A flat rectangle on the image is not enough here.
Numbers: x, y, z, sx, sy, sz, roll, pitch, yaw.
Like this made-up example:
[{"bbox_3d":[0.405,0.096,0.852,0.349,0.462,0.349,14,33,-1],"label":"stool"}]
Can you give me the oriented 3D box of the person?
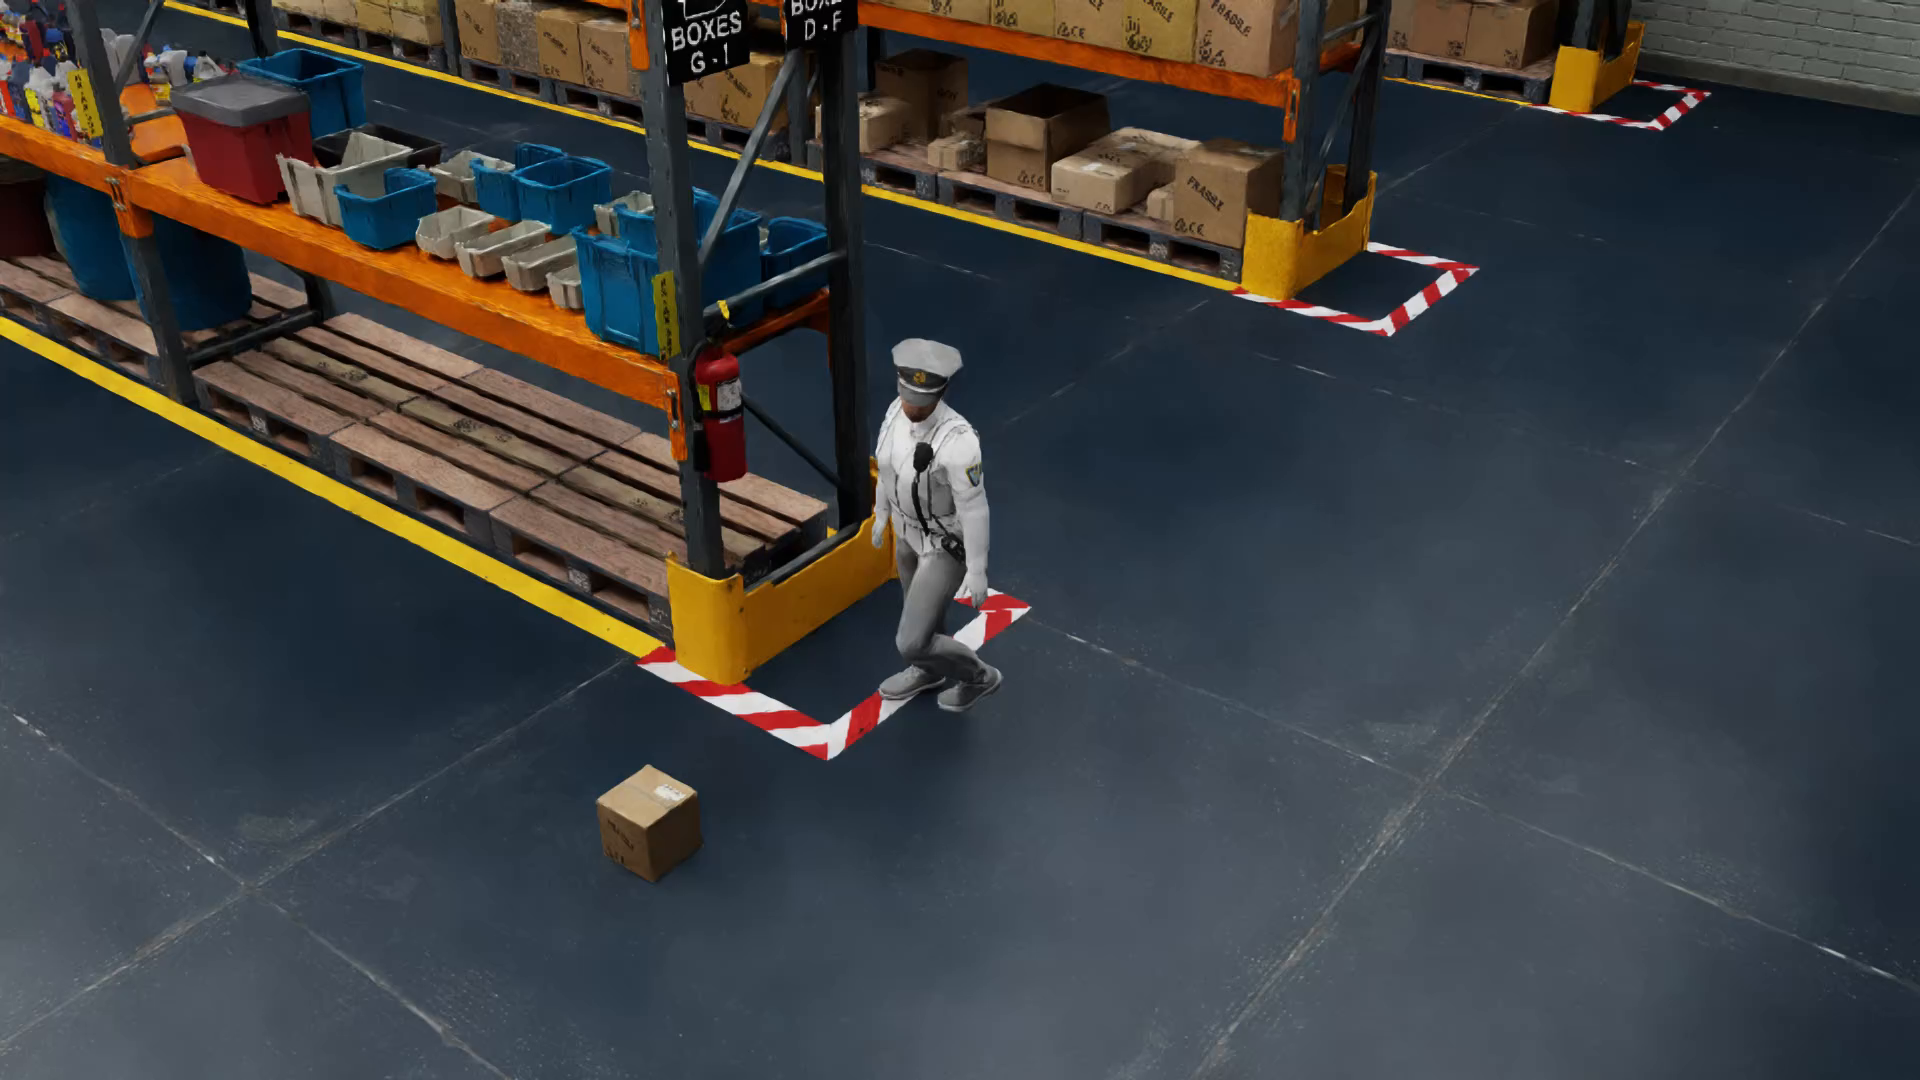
[{"bbox_3d":[-0.104,-0.002,6.133,0.452,1.640,0.583,-18,35,-27],"label":"person"}]
